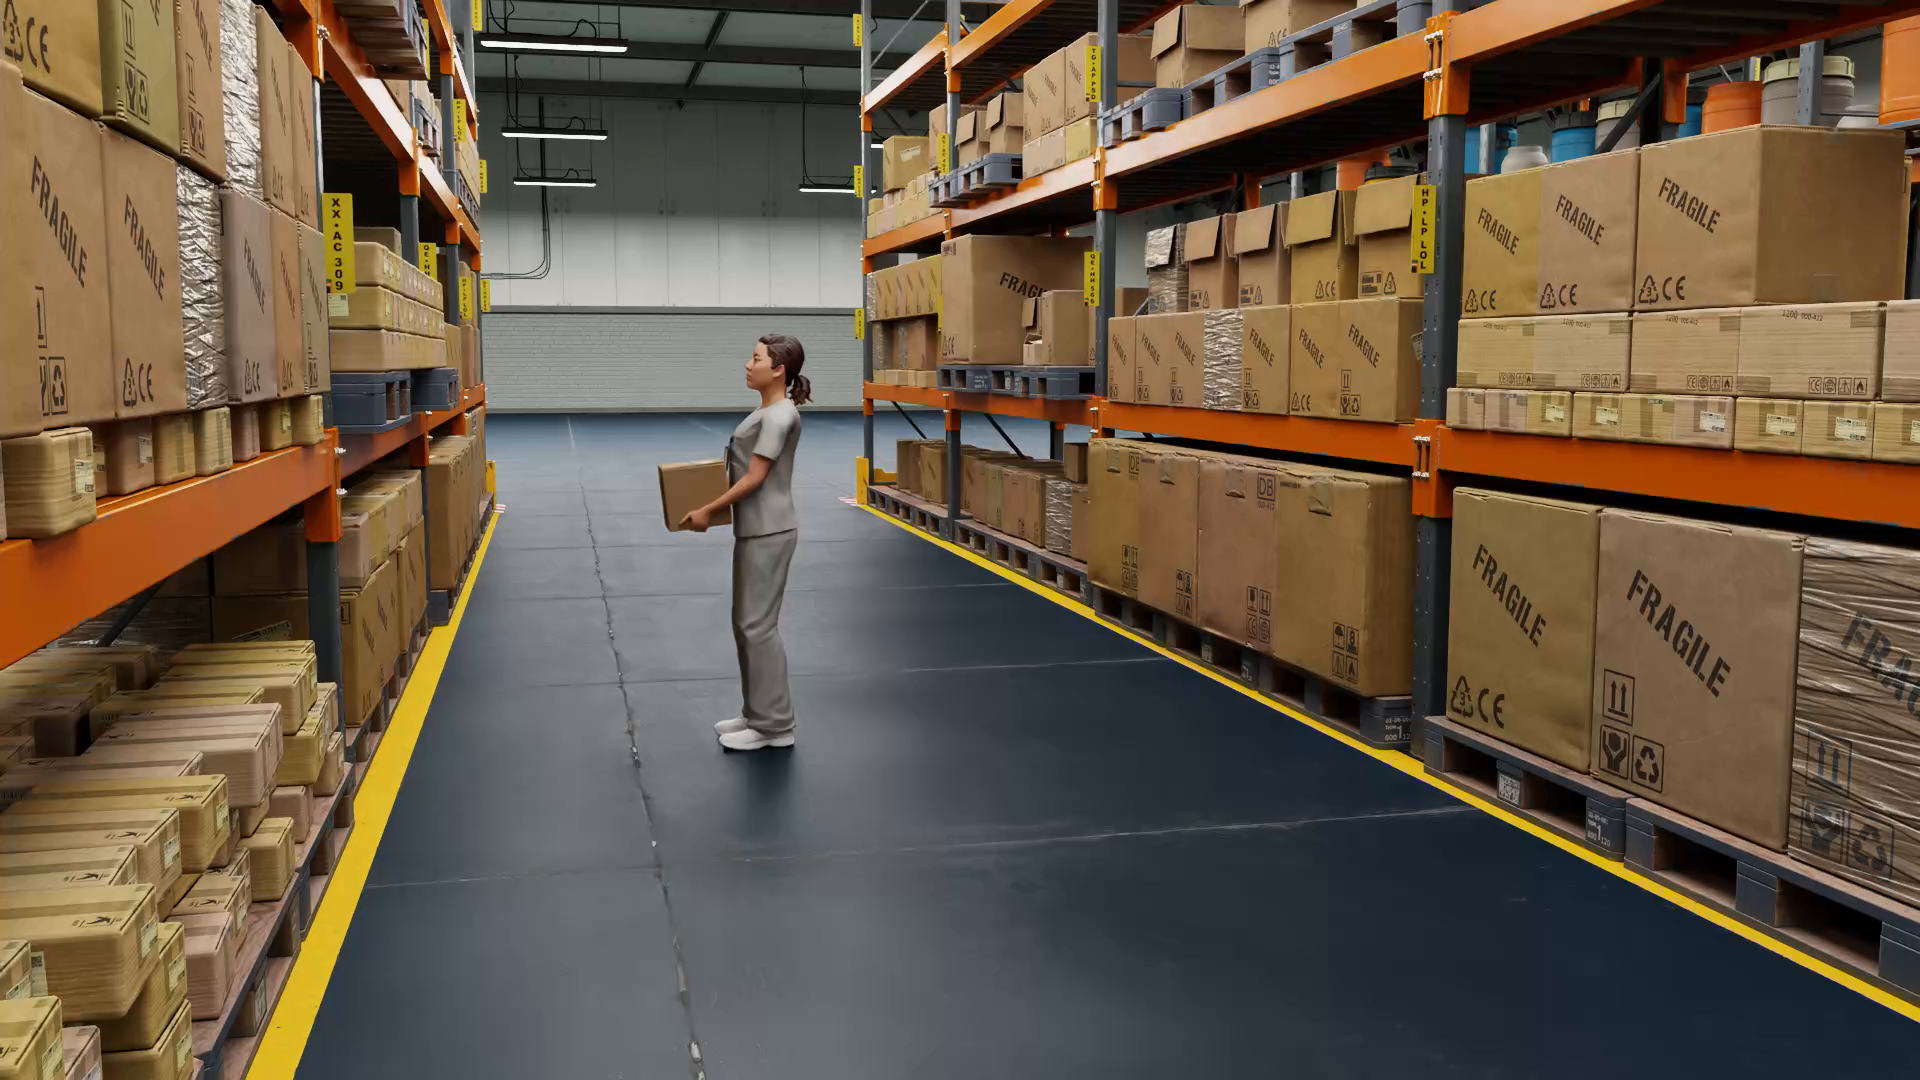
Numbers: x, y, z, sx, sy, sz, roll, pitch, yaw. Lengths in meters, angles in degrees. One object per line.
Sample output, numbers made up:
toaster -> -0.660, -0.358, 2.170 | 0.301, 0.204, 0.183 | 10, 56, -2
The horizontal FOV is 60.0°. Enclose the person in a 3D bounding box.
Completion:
person -> -0.859, 0.004, 6.696 | 0.552, 1.654, 0.438 | -1, 6, -14
